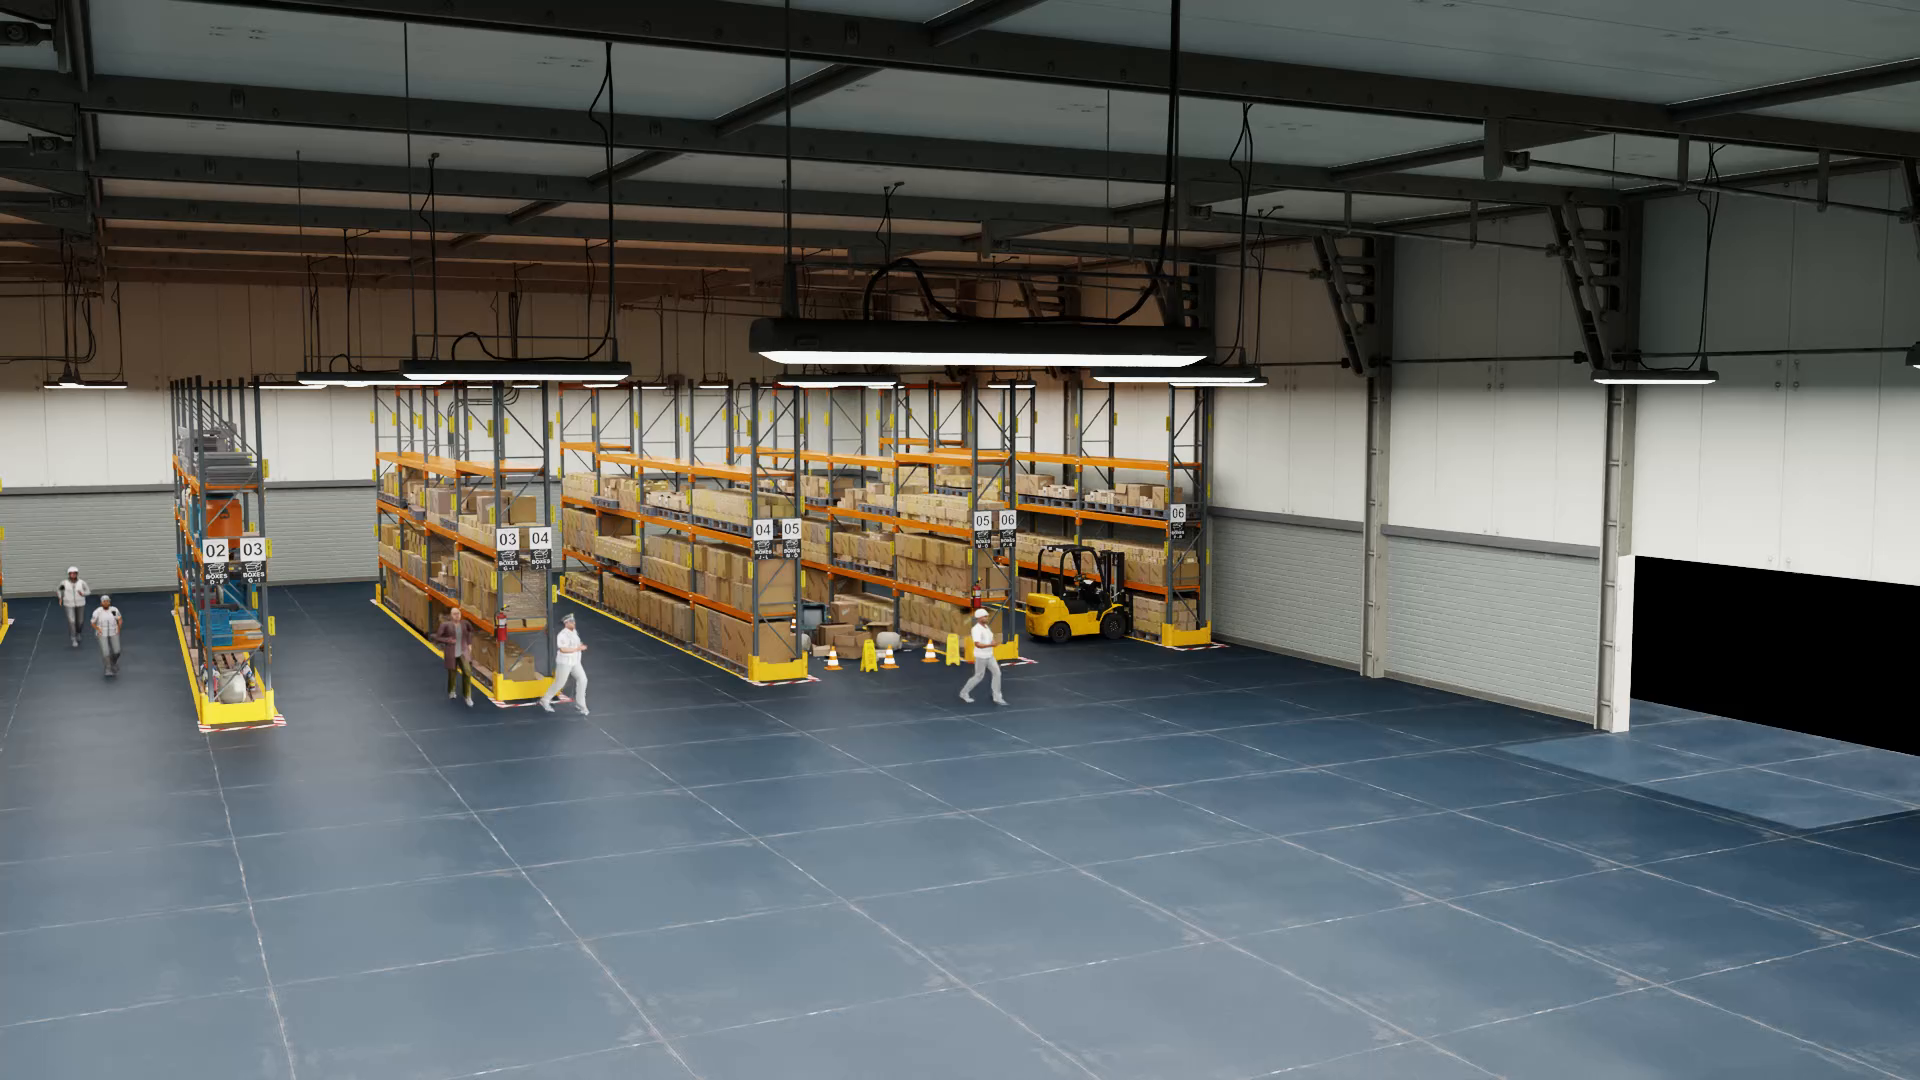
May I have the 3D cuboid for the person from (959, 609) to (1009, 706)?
[{"bbox_3d":[0.441,2.143,30.417,0.896,1.785,0.704,2,6,23],"label":"person"}]

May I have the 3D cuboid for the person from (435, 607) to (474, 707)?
[{"bbox_3d":[-9.263,2.133,30.537,0.733,1.819,0.938,-3,6,-29],"label":"person"}]

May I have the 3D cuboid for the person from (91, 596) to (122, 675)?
[{"bbox_3d":[-17.190,1.928,33.559,0.581,1.622,0.536,-3,6,-34],"label":"person"}]

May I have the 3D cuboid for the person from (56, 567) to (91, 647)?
[{"bbox_3d":[-19.964,1.481,37.495,0.654,1.762,0.967,-4,6,-35],"label":"person"}]

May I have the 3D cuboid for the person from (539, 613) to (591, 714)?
[{"bbox_3d":[-7.021,2.213,29.637,0.929,1.844,0.670,2,5,19],"label":"person"}]
